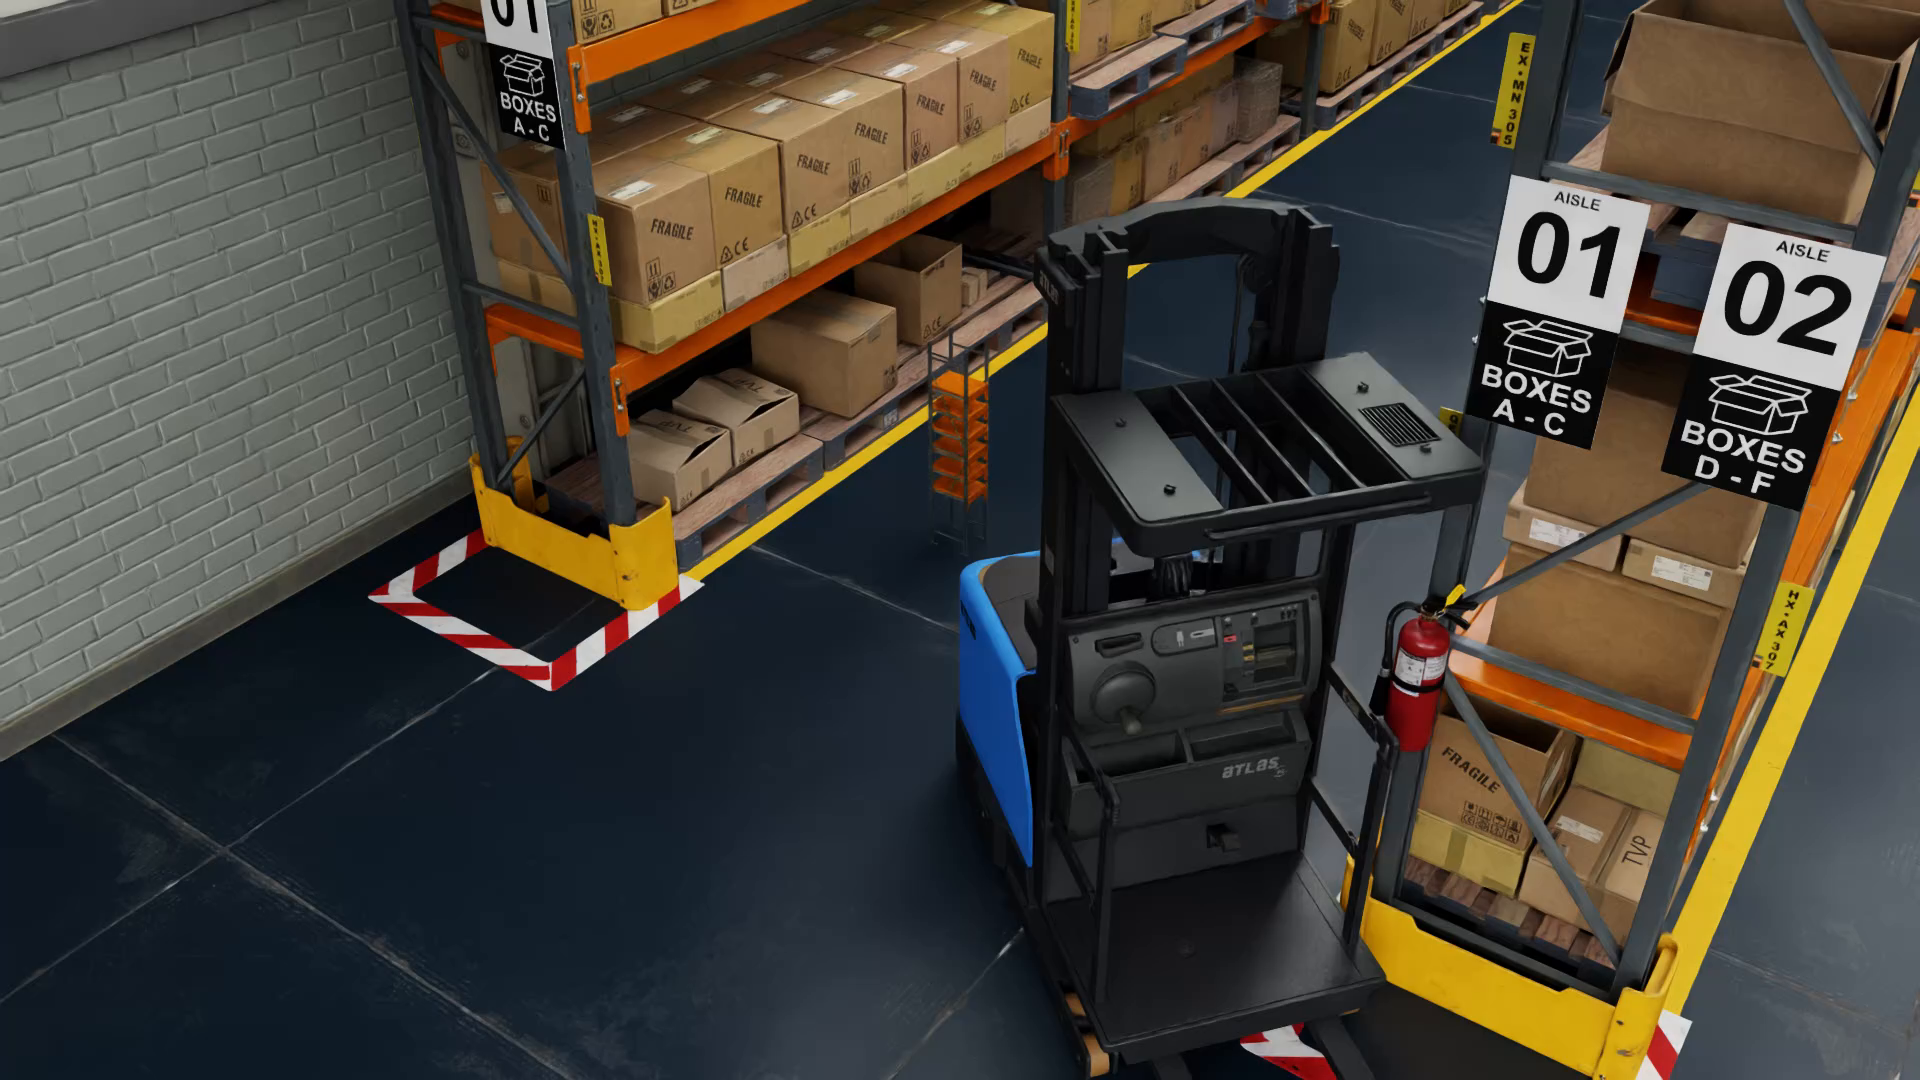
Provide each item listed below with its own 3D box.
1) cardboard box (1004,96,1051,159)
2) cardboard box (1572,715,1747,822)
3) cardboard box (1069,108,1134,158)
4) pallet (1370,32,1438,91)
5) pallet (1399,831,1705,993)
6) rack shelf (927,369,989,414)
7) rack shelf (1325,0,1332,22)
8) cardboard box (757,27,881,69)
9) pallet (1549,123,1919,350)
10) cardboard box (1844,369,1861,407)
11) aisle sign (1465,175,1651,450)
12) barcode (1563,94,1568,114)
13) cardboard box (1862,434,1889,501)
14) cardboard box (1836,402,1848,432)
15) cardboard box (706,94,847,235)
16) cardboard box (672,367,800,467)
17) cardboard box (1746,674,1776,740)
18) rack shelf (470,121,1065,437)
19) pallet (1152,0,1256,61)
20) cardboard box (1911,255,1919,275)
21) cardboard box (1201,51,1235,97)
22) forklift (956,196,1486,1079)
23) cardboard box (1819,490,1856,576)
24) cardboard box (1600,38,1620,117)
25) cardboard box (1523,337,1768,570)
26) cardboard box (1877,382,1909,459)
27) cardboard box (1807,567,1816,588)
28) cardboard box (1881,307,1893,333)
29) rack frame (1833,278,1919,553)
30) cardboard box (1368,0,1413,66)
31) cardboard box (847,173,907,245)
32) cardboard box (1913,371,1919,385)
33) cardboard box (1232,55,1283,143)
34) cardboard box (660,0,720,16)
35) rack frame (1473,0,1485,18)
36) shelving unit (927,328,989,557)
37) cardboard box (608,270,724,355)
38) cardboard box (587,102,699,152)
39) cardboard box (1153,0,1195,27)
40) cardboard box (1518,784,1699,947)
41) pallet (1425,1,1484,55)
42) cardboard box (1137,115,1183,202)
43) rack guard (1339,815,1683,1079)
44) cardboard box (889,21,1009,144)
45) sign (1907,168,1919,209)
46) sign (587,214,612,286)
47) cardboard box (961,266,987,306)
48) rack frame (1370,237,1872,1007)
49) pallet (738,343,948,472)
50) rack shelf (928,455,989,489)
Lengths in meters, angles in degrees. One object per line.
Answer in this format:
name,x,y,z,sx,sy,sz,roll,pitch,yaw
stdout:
cardboard box,0.213,-2.572,10.168,0.500,0.250,0.500,21,40,28
cardboard box,2.797,0.728,6.581,0.500,0.500,0.500,21,39,28
cardboard box,0.888,-2.946,11.774,0.500,0.250,0.500,20,39,27
pallet,3.722,-4.525,15.428,1.003,0.211,1.213,21,39,28
pallet,2.426,1.270,6.859,1.003,0.211,1.213,21,39,28
rack shelf,-0.008,-0.752,8.403,0.258,0.103,0.180,21,39,28
rack shelf,3.655,-5.404,14.882,1.077,0.370,4.000,21,39,28
cardboard box,-0.792,-2.584,9.515,0.500,0.500,0.500,22,40,29
pallet,2.449,-1.043,5.191,1.003,0.211,1.213,21,39,28
cardboard box,3.303,-0.649,6.539,0.380,0.149,0.250,22,40,29
aisle sign,1.746,-0.660,4.904,0.394,0.787,0.004,21,39,28
barcode,1.801,-1.296,4.968,0.001,0.075,0.075,21,39,28
cardboard box,4.739,-0.502,9.070,0.500,0.250,0.500,20,39,27
cardboard box,3.473,-0.721,7.225,0.700,0.500,0.500,22,40,29
cardboard box,-0.938,-1.941,8.564,0.500,0.500,0.500,20,39,27
cardboard box,-1.253,-0.721,9.321,0.500,0.311,0.500,25,41,32
cardboard box,3.370,0.580,7.470,0.500,0.250,0.500,21,39,28
rack shelf,-0.907,-1.723,9.438,1.077,0.370,4.000,21,39,28
pallet,1.419,-3.778,12.006,1.003,0.211,1.213,21,39,28
cardboard box,4.184,-1.364,7.597,0.380,0.149,0.250,20,39,27
cardboard box,1.770,-3.649,12.813,0.500,0.250,0.500,22,40,29
forklift,0.883,0.485,5.592,1.130,2.935,3.031,-9,35,-13
cardboard box,4.221,-0.112,8.494,0.500,0.250,0.500,21,39,28
cardboard box,2.465,-1.546,5.491,0.500,0.250,0.500,21,39,28
cardboard box,2.332,-0.334,5.494,0.700,0.500,0.500,21,40,28
cardboard box,4.746,-0.738,8.919,0.500,0.311,0.500,21,40,28
cardboard box,3.644,0.035,7.607,0.500,0.500,0.500,21,39,28
cardboard box,3.745,-1.009,7.072,0.380,0.149,0.250,21,39,28
rack frame,4.305,-1.361,8.260,1.000,3.000,0.127,21,39,28
cardboard box,3.546,-4.763,14.835,0.750,0.750,0.750,21,39,28
cardboard box,-0.638,-1.878,9.140,0.500,0.250,0.500,22,40,29
cardboard box,5.615,-1.210,10.117,0.500,0.250,0.500,22,40,29
cardboard box,2.147,-3.581,13.381,0.700,0.500,0.500,22,40,29
cardboard box,-1.315,-2.702,7.459,0.500,0.500,0.500,24,41,31
rack frame,4.795,-6.623,16.041,1.000,3.000,0.127,21,39,28
shelving unit,-0.008,-0.490,8.580,0.258,1.200,0.189,21,39,28
cardboard box,-1.508,-1.170,8.093,0.500,0.250,0.500,20,39,27
cardboard box,-1.658,-1.870,8.460,0.500,0.500,0.500,22,40,29
cardboard box,1.226,-3.956,11.616,0.700,0.500,0.500,27,43,34
cardboard box,2.513,1.270,6.450,0.500,0.250,0.500,21,39,28
pallet,4.417,-5.088,16.262,1.003,0.211,1.213,21,39,28
cardboard box,1.217,-2.908,12.386,0.700,0.500,0.500,22,40,29
rack guard,2.011,1.527,6.222,1.175,0.500,0.348,21,39,28
cardboard box,-0.062,-2.650,9.613,0.500,0.500,0.500,21,39,28
sign,2.477,-0.977,4.164,0.100,0.325,0.005,21,39,28
sign,-1.601,-1.286,7.376,0.100,0.325,0.005,21,39,28
cardboard box,-0.047,-1.694,10.889,0.380,0.166,0.250,16,37,22
rack frame,2.025,0.480,5.538,1.000,3.000,0.127,21,39,28
pallet,-0.815,-0.902,10.071,1.003,0.211,1.213,21,39,28
rack shelf,-0.008,-0.354,8.672,0.258,0.103,0.180,21,39,28
